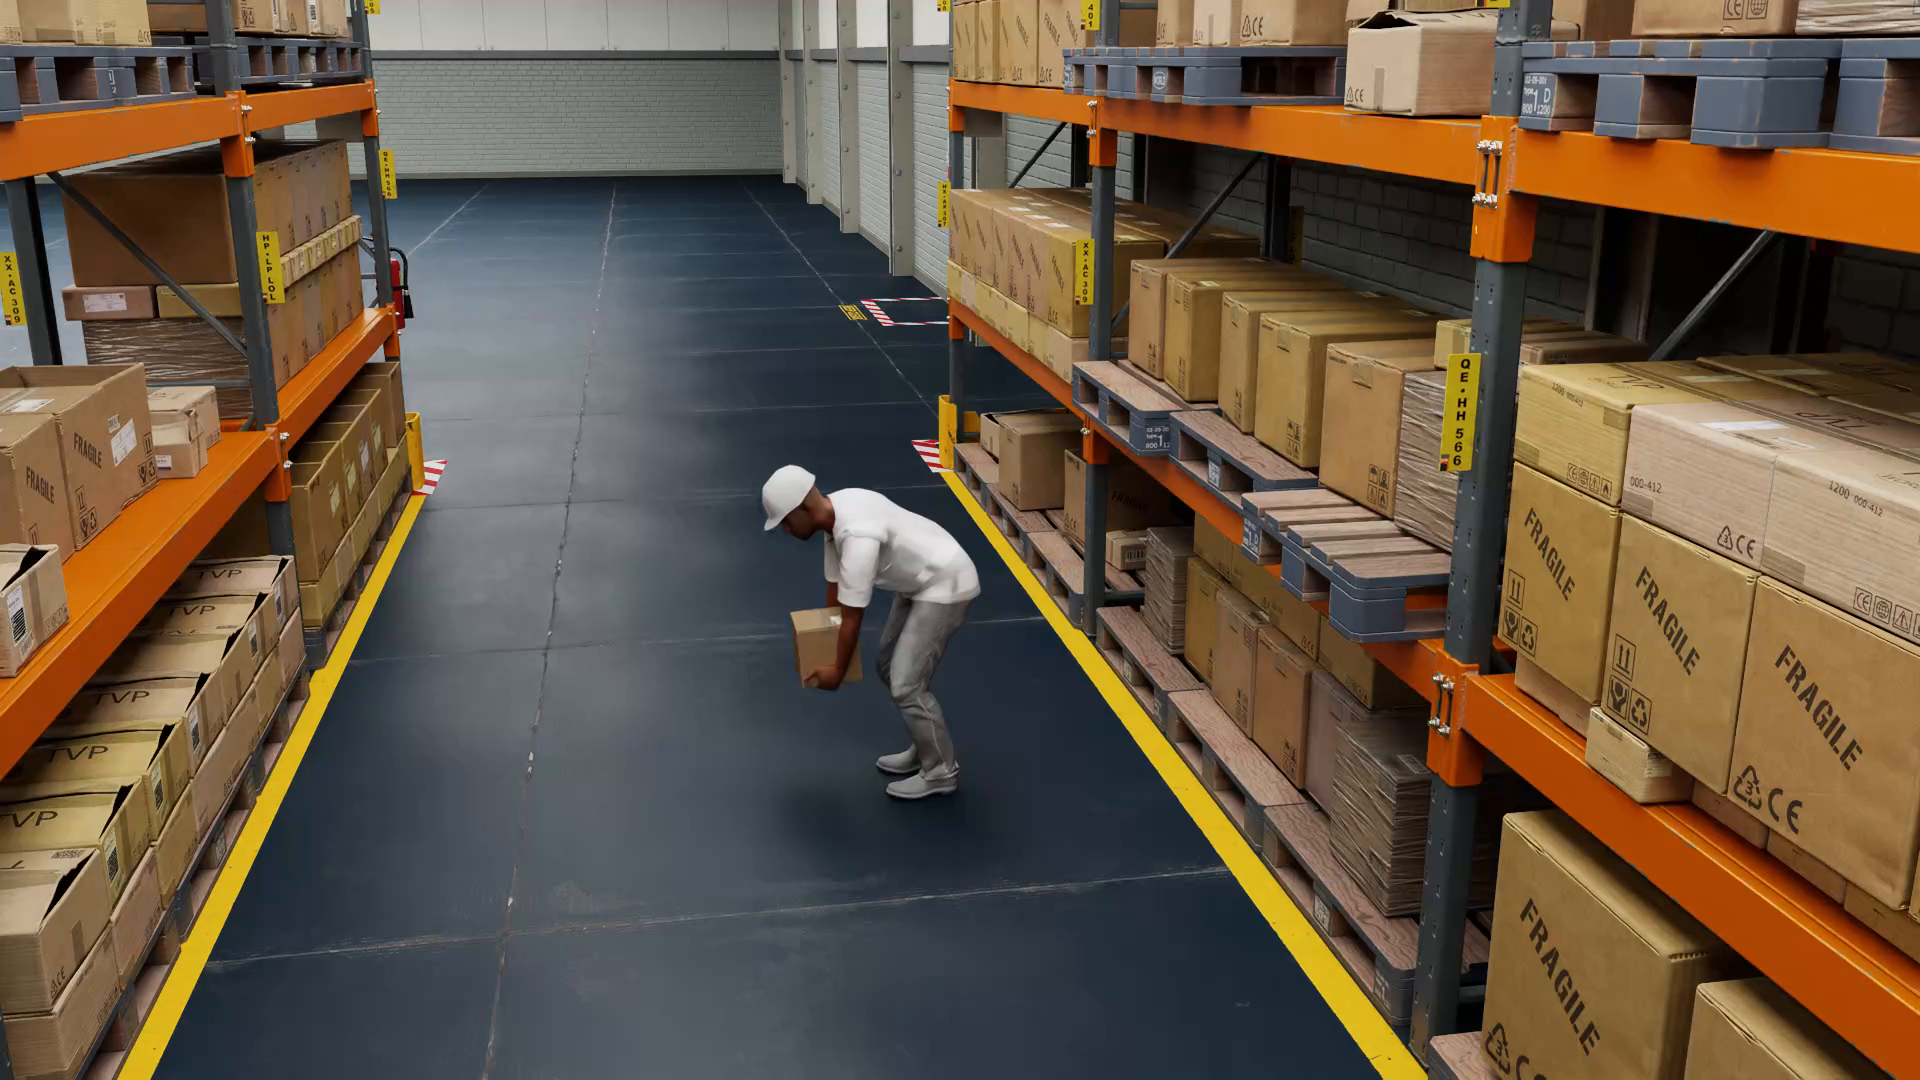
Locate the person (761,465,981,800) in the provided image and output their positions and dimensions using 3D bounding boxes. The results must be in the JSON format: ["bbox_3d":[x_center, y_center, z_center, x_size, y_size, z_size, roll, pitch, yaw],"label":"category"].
[{"bbox_3d":[-0.360,0.365,6.866,0.881,1.413,0.489,-4,17,-12],"label":"person"}]
